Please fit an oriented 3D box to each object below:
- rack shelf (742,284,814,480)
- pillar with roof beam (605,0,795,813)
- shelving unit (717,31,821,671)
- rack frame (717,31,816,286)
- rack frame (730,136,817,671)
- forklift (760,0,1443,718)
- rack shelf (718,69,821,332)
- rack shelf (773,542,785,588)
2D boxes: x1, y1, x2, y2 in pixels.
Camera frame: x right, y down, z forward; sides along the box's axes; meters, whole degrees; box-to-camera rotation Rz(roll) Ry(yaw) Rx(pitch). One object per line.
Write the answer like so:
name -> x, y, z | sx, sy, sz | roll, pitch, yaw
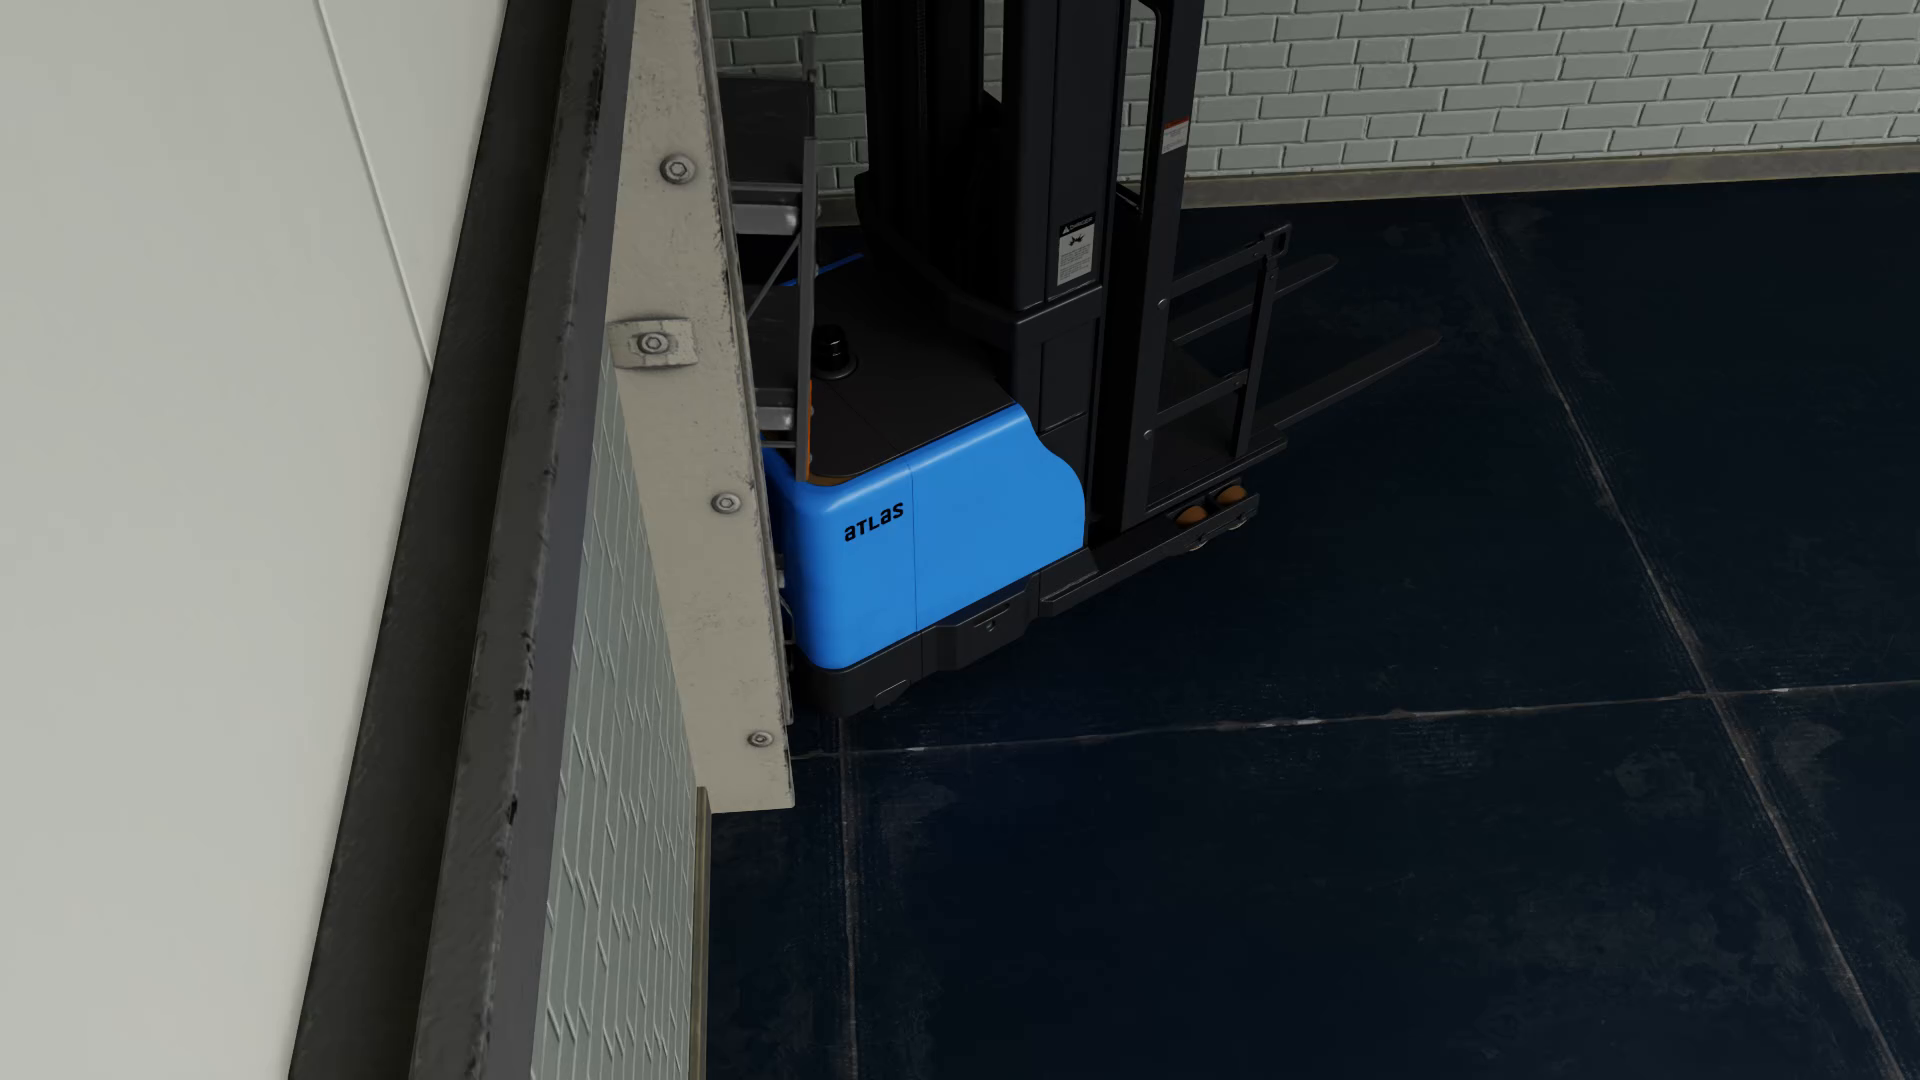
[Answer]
rack shelf -> -0.660, -0.447, 4.993 | 0.431, 0.518, 0.480 | 1, 47, -6
pillar with roof beam -> 3.580, -2.618, 2.532 | 9.100, 9.000, 0.400 | -3, 47, -3
shelving unit -> -0.658, -0.456, 4.983 | 0.431, 2.100, 0.503 | 1, 47, -6
rack frame -> -0.675, -0.636, 5.147 | 0.400, 2.100, 0.015 | 1, 47, -6
rack frame -> -0.642, -0.276, 4.819 | 0.400, 2.100, 0.015 | 1, 47, -6
forklift -> 0.515, -1.262, 5.427 | 3.031, 2.935, 1.130 | -26, 52, -23
rack shelf -> -0.597, -0.919, 4.481 | 0.431, 0.518, 0.480 | 1, 47, -6
rack shelf -> -0.722, 0.026, 5.506 | 0.431, 0.518, 0.480 | 1, 47, -6
